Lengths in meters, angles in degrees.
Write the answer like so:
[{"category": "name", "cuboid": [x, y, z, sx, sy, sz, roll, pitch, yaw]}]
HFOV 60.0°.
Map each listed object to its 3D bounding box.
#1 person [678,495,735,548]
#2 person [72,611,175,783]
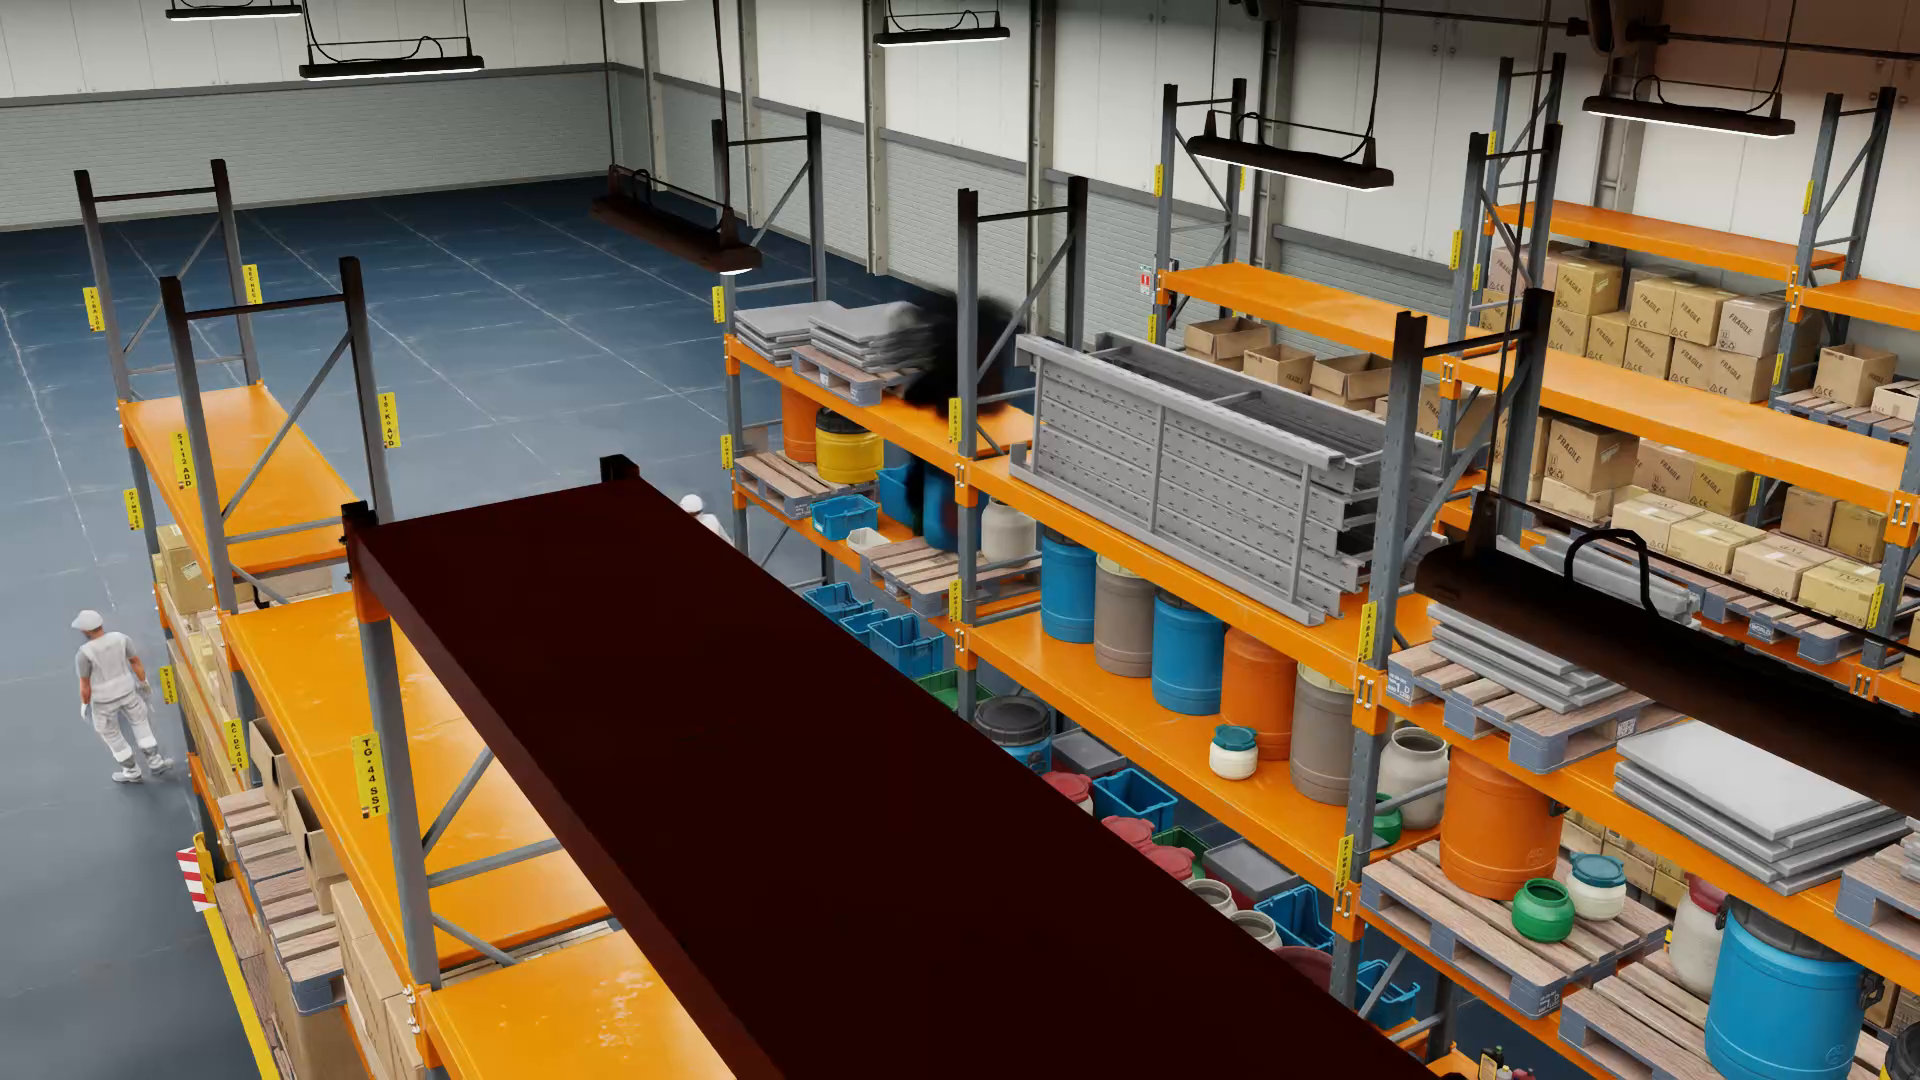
[{"category": "person", "cuboid": [-2.746, 0.312, 18.309, 0.595, 1.738, 0.692, 9, 24, 22]}, {"category": "person", "cuboid": [-7.786, 1.444, 15.416, 0.470, 1.766, 0.654, 14, 26, 31]}]
